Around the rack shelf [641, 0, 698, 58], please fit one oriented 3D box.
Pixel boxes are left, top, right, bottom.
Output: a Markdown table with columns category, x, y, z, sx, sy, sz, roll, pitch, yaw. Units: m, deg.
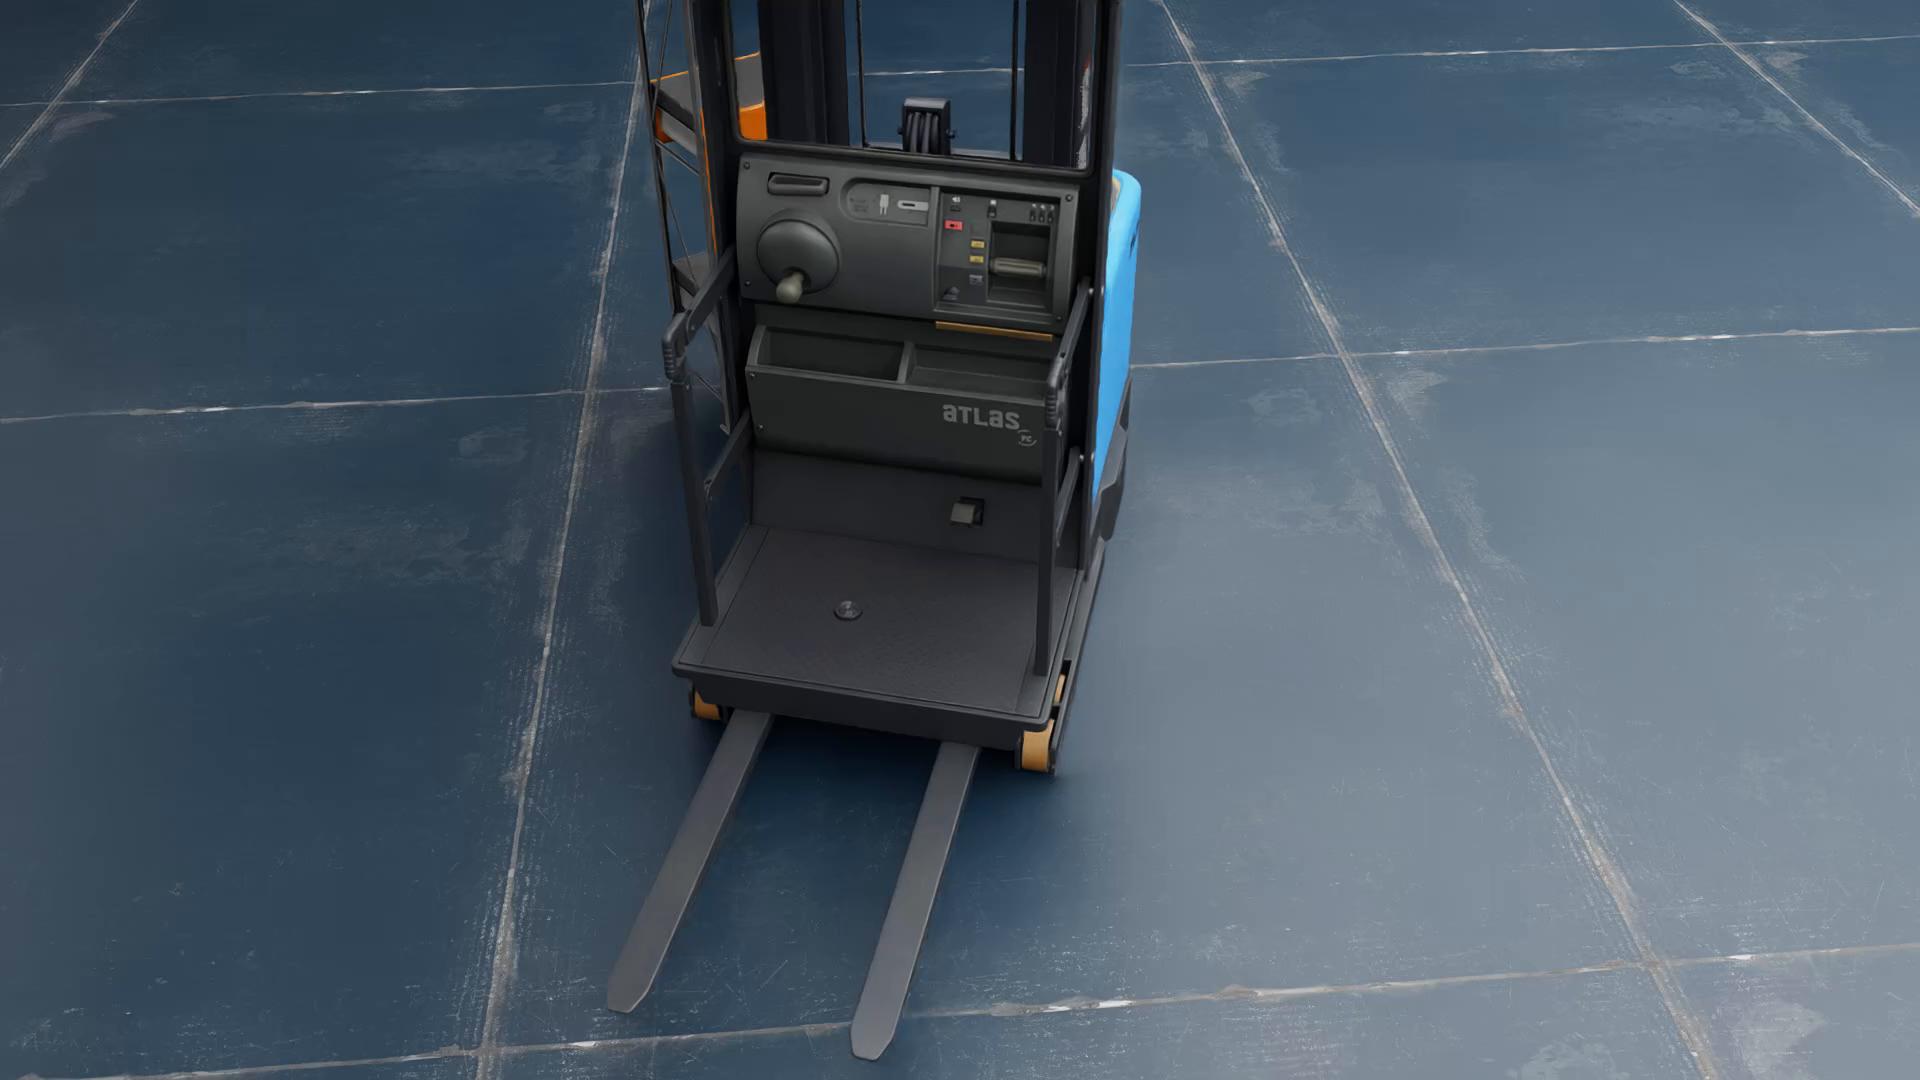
| category | x | y | z | sx | sy | sz | roll | pitch | yaw |
| --- | --- | --- | --- | --- | --- | --- | --- | --- | --- |
| rack shelf | -0.768 | -1.934 | 5.398 | 0.480 | 0.518 | 0.431 | -24 | 44 | -27 |

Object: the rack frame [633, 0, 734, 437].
| category | x | y | z | sx | sy | sz | roll | pitch | yaw |
| --- | --- | --- | --- | --- | --- | --- | --- | --- | --- |
| rack frame | -0.967 | -1.308 | 5.712 | 0.015 | 2.100 | 0.400 | -24 | 44 | -27 |

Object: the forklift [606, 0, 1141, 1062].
| category | x | y | z | sx | sy | sz | roll | pitch | yaw |
| --- | --- | --- | --- | --- | --- | --- | --- | --- | --- |
| forklift | -0.194 | -0.727 | 4.306 | 1.130 | 2.935 | 3.031 | 8 | 39 | 10 |

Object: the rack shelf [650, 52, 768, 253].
| category | x | y | z | sx | sy | sz | roll | pitch | yaw |
| --- | --- | --- | --- | --- | --- | --- | --- | --- | --- |
| rack shelf | -0.768 | -1.385 | 5.832 | 0.480 | 0.518 | 0.431 | -24 | 44 | -27 |

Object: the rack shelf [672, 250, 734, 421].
| category | x | y | z | sx | sy | sz | roll | pitch | yaw |
| --- | --- | --- | --- | --- | --- | --- | --- | --- | --- |
| rack shelf | -0.768 | -0.835 | 6.265 | 0.480 | 0.518 | 0.431 | -24 | 44 | -27 |

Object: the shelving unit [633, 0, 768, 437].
| category | x | y | z | sx | sy | sz | roll | pitch | yaw |
| --- | --- | --- | --- | --- | --- | --- | --- | --- | --- |
| shelving unit | -0.768 | -1.395 | 5.823 | 0.503 | 2.100 | 0.431 | -24 | 44 | -27 |
